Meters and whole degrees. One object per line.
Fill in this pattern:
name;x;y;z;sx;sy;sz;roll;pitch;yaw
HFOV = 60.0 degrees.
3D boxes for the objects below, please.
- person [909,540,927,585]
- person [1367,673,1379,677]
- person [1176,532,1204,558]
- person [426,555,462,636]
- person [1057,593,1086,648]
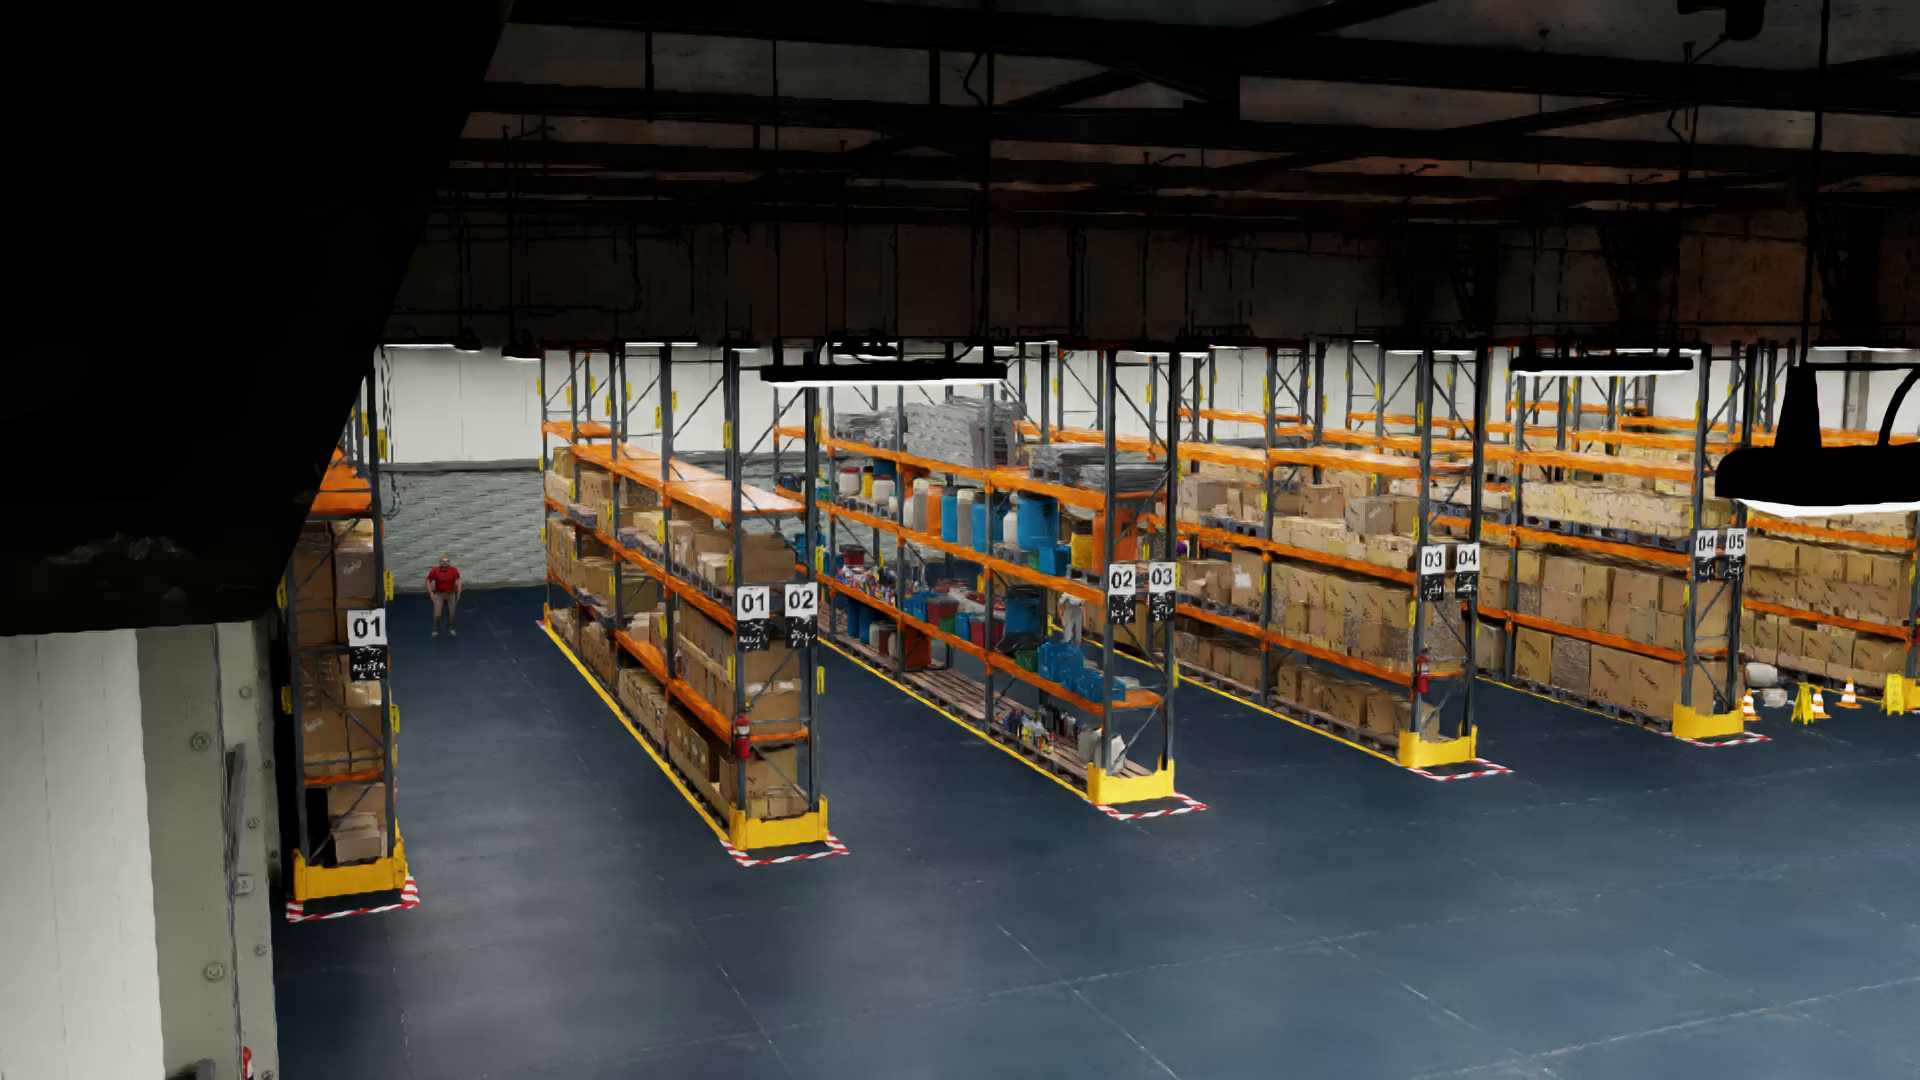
person;-0.965;0.574;38.284;0.505;1.597;0.531;-6;10;-39
person;7.537;1.610;29.868;0.498;1.675;0.441;6;9;37
person;5.205;0.597;37.646;0.719;1.714;0.572;-3;8;-23
person;-10.460;1.123;33.743;0.682;1.676;0.535;-3;8;-24
person;2.086;1.499;31.091;0.580;1.619;0.507;-3;8;-24
